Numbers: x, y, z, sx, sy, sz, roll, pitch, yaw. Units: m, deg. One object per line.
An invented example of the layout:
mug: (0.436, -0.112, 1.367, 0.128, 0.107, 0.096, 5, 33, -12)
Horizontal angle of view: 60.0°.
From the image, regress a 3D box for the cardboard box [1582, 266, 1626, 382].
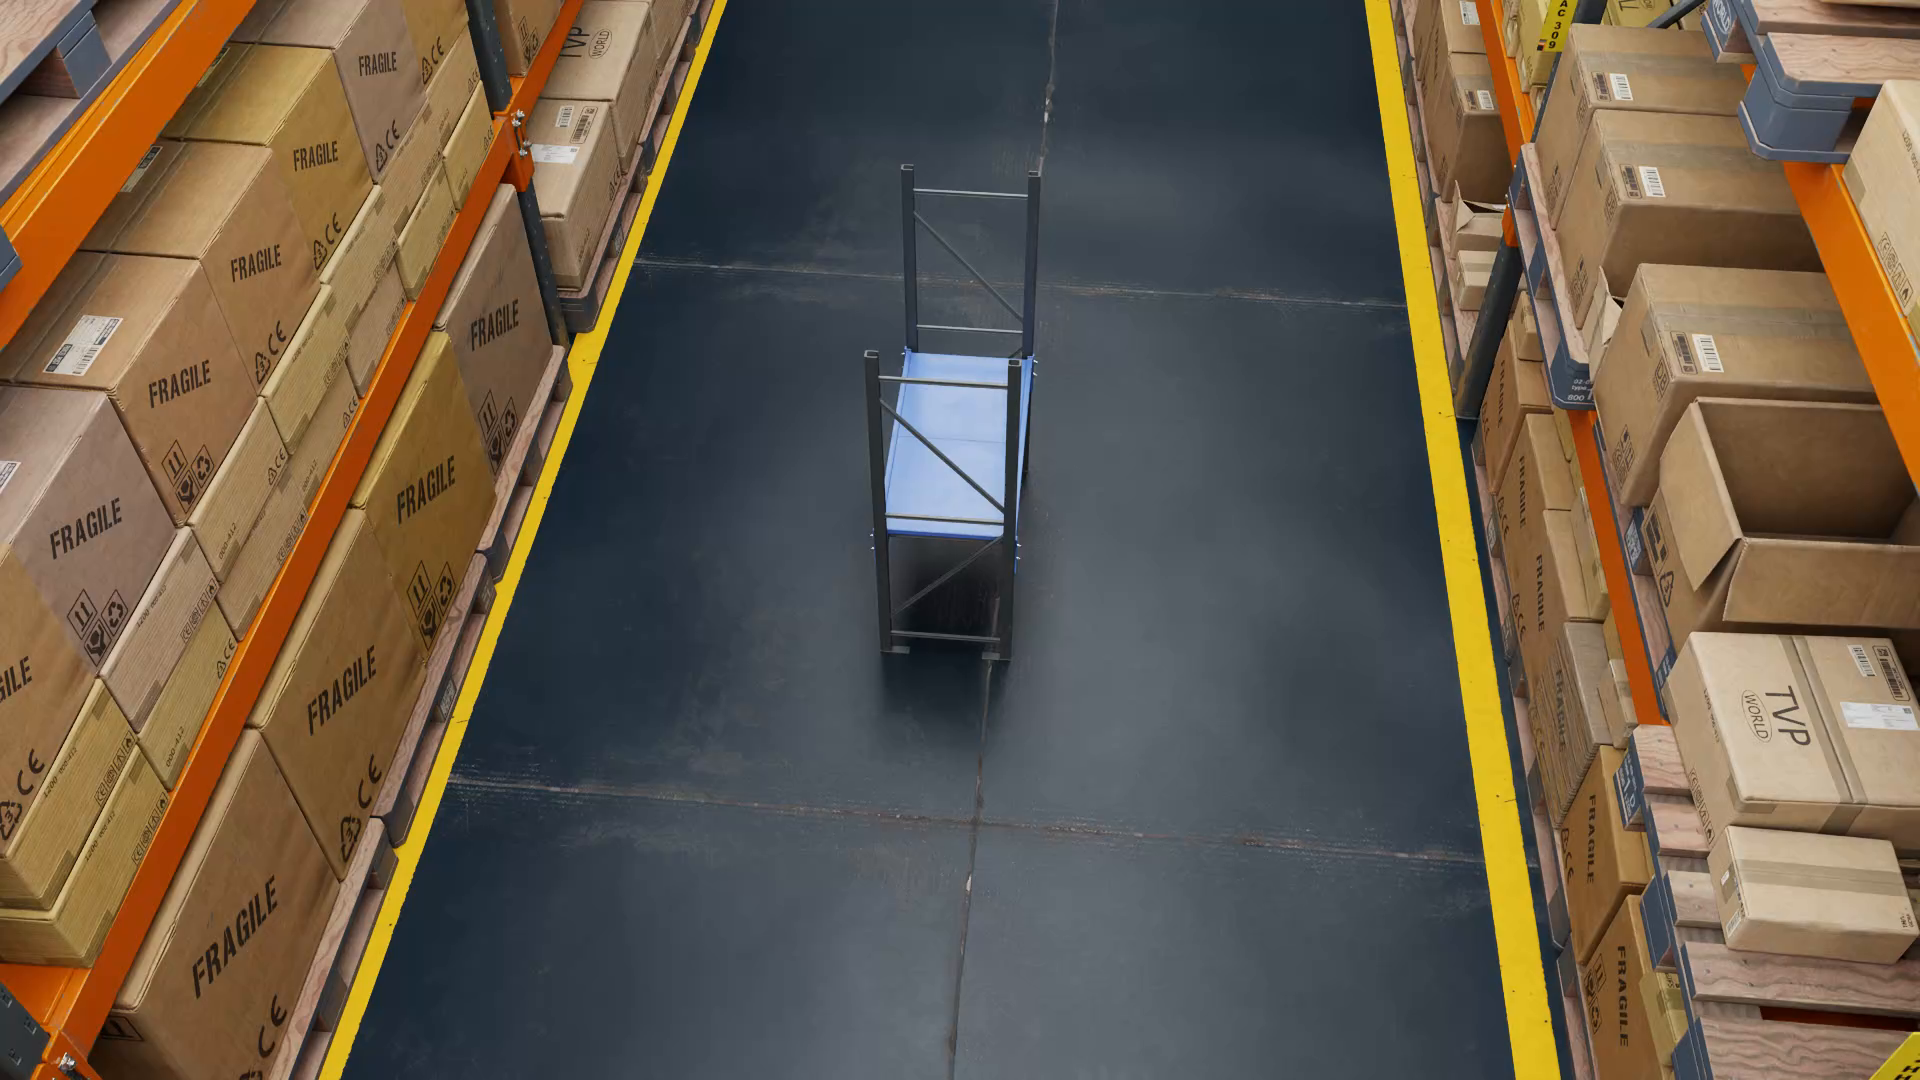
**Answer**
cardboard box: (2.158, -0.650, 5.144, 0.396, 0.266, 0.258, 6, 48, 5)

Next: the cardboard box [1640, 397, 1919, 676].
cardboard box: (2.267, 0.002, 4.386, 0.797, 0.503, 0.637, 3, 48, 3)

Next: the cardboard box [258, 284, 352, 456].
cardboard box: (-2.184, -0.531, 4.992, 0.500, 0.250, 0.500, 5, 48, 4)

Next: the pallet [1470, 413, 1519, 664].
pallet: (2.630, -0.007, 6.639, 1.003, 0.211, 1.213, 4, 48, 4)

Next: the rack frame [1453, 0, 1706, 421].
rack frame: (2.667, -1.548, 6.159, 1.000, 3.000, 0.127, 4, 48, 4)

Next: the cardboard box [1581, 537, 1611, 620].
cardboard box: (2.313, 0.144, 5.581, 0.380, 0.149, 0.250, 5, 48, 5)

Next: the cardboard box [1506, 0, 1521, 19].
cardboard box: (2.501, -2.358, 6.800, 0.500, 0.250, 0.500, 4, 48, 4)

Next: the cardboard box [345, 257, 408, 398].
cardboard box: (-2.179, -0.739, 5.520, 0.500, 0.250, 0.500, 3, 48, 2)

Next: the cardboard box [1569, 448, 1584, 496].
cardboard box: (2.397, -0.219, 5.914, 0.380, 0.149, 0.250, 3, 48, 3)

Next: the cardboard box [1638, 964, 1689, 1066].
cardboard box: (2.089, 1.291, 4.532, 0.380, 0.149, 0.250, 2, 48, 2)

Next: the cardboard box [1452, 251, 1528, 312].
cardboard box: (2.425, -1.157, 7.449, 0.380, 0.149, 0.250, 3, 48, 2)

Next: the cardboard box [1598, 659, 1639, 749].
cardboard box: (2.244, 0.521, 5.236, 0.380, 0.149, 0.250, 2, 48, 2)

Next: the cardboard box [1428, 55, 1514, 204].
cardboard box: (2.670, -1.954, 7.940, 0.700, 0.500, 0.500, 2, 48, 2)

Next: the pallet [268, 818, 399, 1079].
pallet: (-2.494, 1.427, 5.328, 1.003, 0.211, 1.213, 4, 48, 4)

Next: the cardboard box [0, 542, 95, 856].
cardboard box: (-2.353, 0.343, 3.684, 0.500, 0.500, 0.500, 2, 48, 2)

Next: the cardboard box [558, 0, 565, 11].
cardboard box: (-1.923, -2.610, 7.063, 0.500, 0.500, 0.500, 4, 48, 4)

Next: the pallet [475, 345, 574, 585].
pallet: (-2.272, -0.366, 6.968, 1.003, 0.211, 1.213, 4, 48, 4)

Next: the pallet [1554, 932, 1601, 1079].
pallet: (2.408, 1.786, 4.999, 1.003, 0.211, 1.213, 4, 48, 4)

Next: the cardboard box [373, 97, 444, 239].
cardboard box: (-2.113, -1.290, 5.685, 0.500, 0.250, 0.500, 5, 48, 4)

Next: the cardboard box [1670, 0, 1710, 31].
cardboard box: (2.981, -1.944, 6.421, 0.500, 0.250, 0.500, 3, 48, 3)

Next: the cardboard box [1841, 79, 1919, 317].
cardboard box: (2.198, -0.701, 3.454, 0.500, 0.250, 0.500, 4, 48, 4)

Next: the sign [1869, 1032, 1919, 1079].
sign: (1.761, 0.997, 3.100, 0.100, 0.325, 0.005, 4, 48, 4)

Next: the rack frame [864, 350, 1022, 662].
rack frame: (-0.054, -0.070, 5.824, 0.500, 1.500, 0.032, 4, 48, 4)

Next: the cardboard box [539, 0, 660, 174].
cardboard box: (-2.032, -2.269, 8.270, 0.875, 0.438, 0.875, 3, 48, 2)

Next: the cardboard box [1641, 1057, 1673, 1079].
cardboard box: (2.127, 1.768, 4.536, 0.500, 0.500, 0.500, 5, 48, 5)

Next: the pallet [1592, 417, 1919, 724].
pallet: (2.475, 0.026, 4.849, 1.003, 0.211, 1.213, 4, 48, 4)

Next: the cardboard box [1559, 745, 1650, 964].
cardboard box: (2.228, 1.016, 5.223, 0.500, 0.500, 0.500, 6, 48, 5)

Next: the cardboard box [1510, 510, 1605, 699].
cardboard box: (2.310, 0.252, 5.922, 0.500, 0.500, 0.500, 3, 48, 2)

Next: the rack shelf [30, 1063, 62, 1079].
rack shelf: (-2.823, 2.772, 2.695, 1.077, 0.370, 4.000, 4, 48, 4)

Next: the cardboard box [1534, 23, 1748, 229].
cardboard box: (2.400, -1.383, 5.656, 0.700, 0.500, 0.500, 5, 48, 5)

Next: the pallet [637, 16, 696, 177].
pallet: (-2.021, -2.391, 8.820, 1.003, 0.211, 1.213, 4, 48, 4)

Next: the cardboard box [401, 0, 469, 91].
cardboard box: (-2.067, -1.906, 5.741, 0.500, 0.500, 0.500, 5, 48, 5)

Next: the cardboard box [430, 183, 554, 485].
cardboard box: (-2.253, -0.843, 6.670, 0.875, 0.875, 0.875, 5, 48, 5)

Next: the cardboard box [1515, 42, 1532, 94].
cardboard box: (2.446, -1.908, 6.658, 0.380, 0.149, 0.250, 5, 48, 5)

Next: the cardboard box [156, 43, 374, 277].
cardboard box: (-2.173, -1.154, 5.053, 0.500, 0.500, 0.500, 5, 48, 5)

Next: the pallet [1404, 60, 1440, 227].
pallet: (2.839, -2.011, 8.472, 1.003, 0.211, 1.213, 4, 48, 4)

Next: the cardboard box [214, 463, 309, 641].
cardboard box: (-2.263, 0.004, 4.841, 0.500, 0.250, 0.500, 5, 48, 5)

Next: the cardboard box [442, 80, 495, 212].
cardboard box: (-2.066, -1.482, 6.201, 0.500, 0.250, 0.500, 3, 48, 3)

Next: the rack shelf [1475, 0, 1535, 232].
rack shelf: (2.849, -2.775, 7.769, 1.077, 0.370, 4.000, 4, 48, 4)

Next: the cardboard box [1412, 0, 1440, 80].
cardboard box: (2.765, -2.717, 8.638, 0.700, 0.500, 0.500, 6, 48, 5)

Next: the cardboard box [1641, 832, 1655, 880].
cardboard box: (2.226, 0.910, 4.881, 0.380, 0.149, 0.250, 5, 48, 5)

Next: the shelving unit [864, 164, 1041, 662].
shelving unit: (-0.008, -0.443, 6.165, 0.538, 1.500, 1.048, 4, 48, 4)

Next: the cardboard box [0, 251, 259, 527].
cardboard box: (-2.255, -0.402, 4.365, 0.500, 0.500, 0.500, 5, 48, 5)

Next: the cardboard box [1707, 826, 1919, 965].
cardboard box: (1.980, 0.825, 3.874, 0.380, 0.149, 0.250, 5, 48, 4)

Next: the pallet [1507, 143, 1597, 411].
pallet: (2.485, -0.904, 5.700, 1.003, 0.211, 1.213, 4, 48, 4)

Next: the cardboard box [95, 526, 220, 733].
cardboard box: (-2.301, 0.206, 4.317, 0.500, 0.250, 0.500, 5, 48, 4)

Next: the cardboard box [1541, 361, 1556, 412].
cardboard box: (2.421, -0.611, 6.272, 0.380, 0.149, 0.250, 3, 48, 2)

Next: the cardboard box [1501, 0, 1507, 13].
cardboard box: (2.497, -2.291, 7.009, 0.380, 0.149, 0.250, 5, 48, 5)

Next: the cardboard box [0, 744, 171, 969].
cardboard box: (-2.346, 0.768, 4.143, 0.500, 0.250, 0.500, 3, 48, 3)

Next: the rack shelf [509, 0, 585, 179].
rack shelf: (-2.094, -3.106, 8.072, 1.077, 0.370, 4.000, 4, 48, 4)

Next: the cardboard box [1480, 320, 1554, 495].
cardboard box: (2.399, -0.506, 6.616, 0.500, 0.500, 0.500, 6, 48, 5)

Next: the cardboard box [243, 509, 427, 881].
cardboard box: (-2.410, 0.478, 5.461, 0.875, 0.875, 0.875, 4, 48, 4)
